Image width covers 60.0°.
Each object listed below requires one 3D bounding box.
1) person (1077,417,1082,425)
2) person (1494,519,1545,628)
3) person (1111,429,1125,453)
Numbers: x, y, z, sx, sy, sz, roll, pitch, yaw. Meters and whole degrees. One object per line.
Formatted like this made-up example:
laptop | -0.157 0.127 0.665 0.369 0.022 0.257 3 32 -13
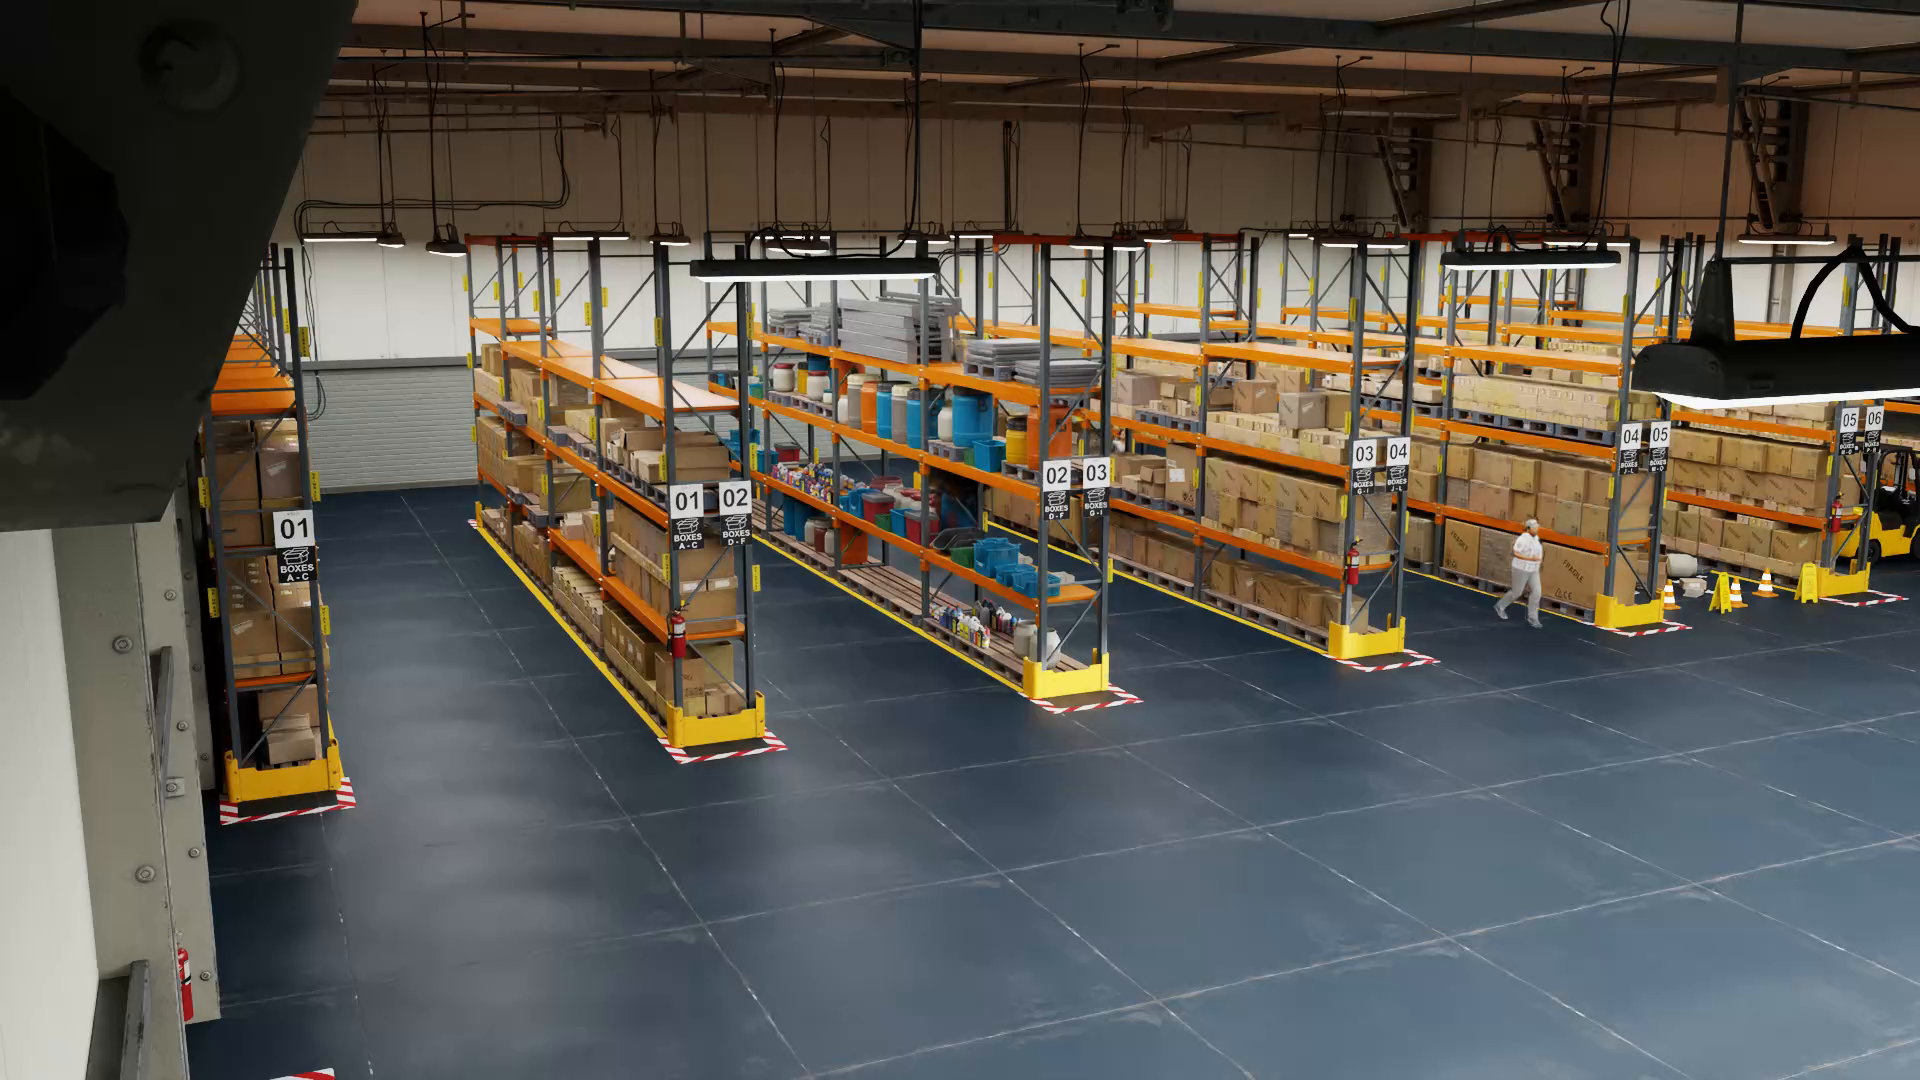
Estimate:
person | 2.809 -2.046 39.054 0.697 1.753 0.971 -5 12 -23
person | 8.885 0.499 26.221 0.616 1.701 0.828 -7 13 -33
person | 3.618 -1.641 37.158 0.567 1.684 0.956 -4 12 -18
